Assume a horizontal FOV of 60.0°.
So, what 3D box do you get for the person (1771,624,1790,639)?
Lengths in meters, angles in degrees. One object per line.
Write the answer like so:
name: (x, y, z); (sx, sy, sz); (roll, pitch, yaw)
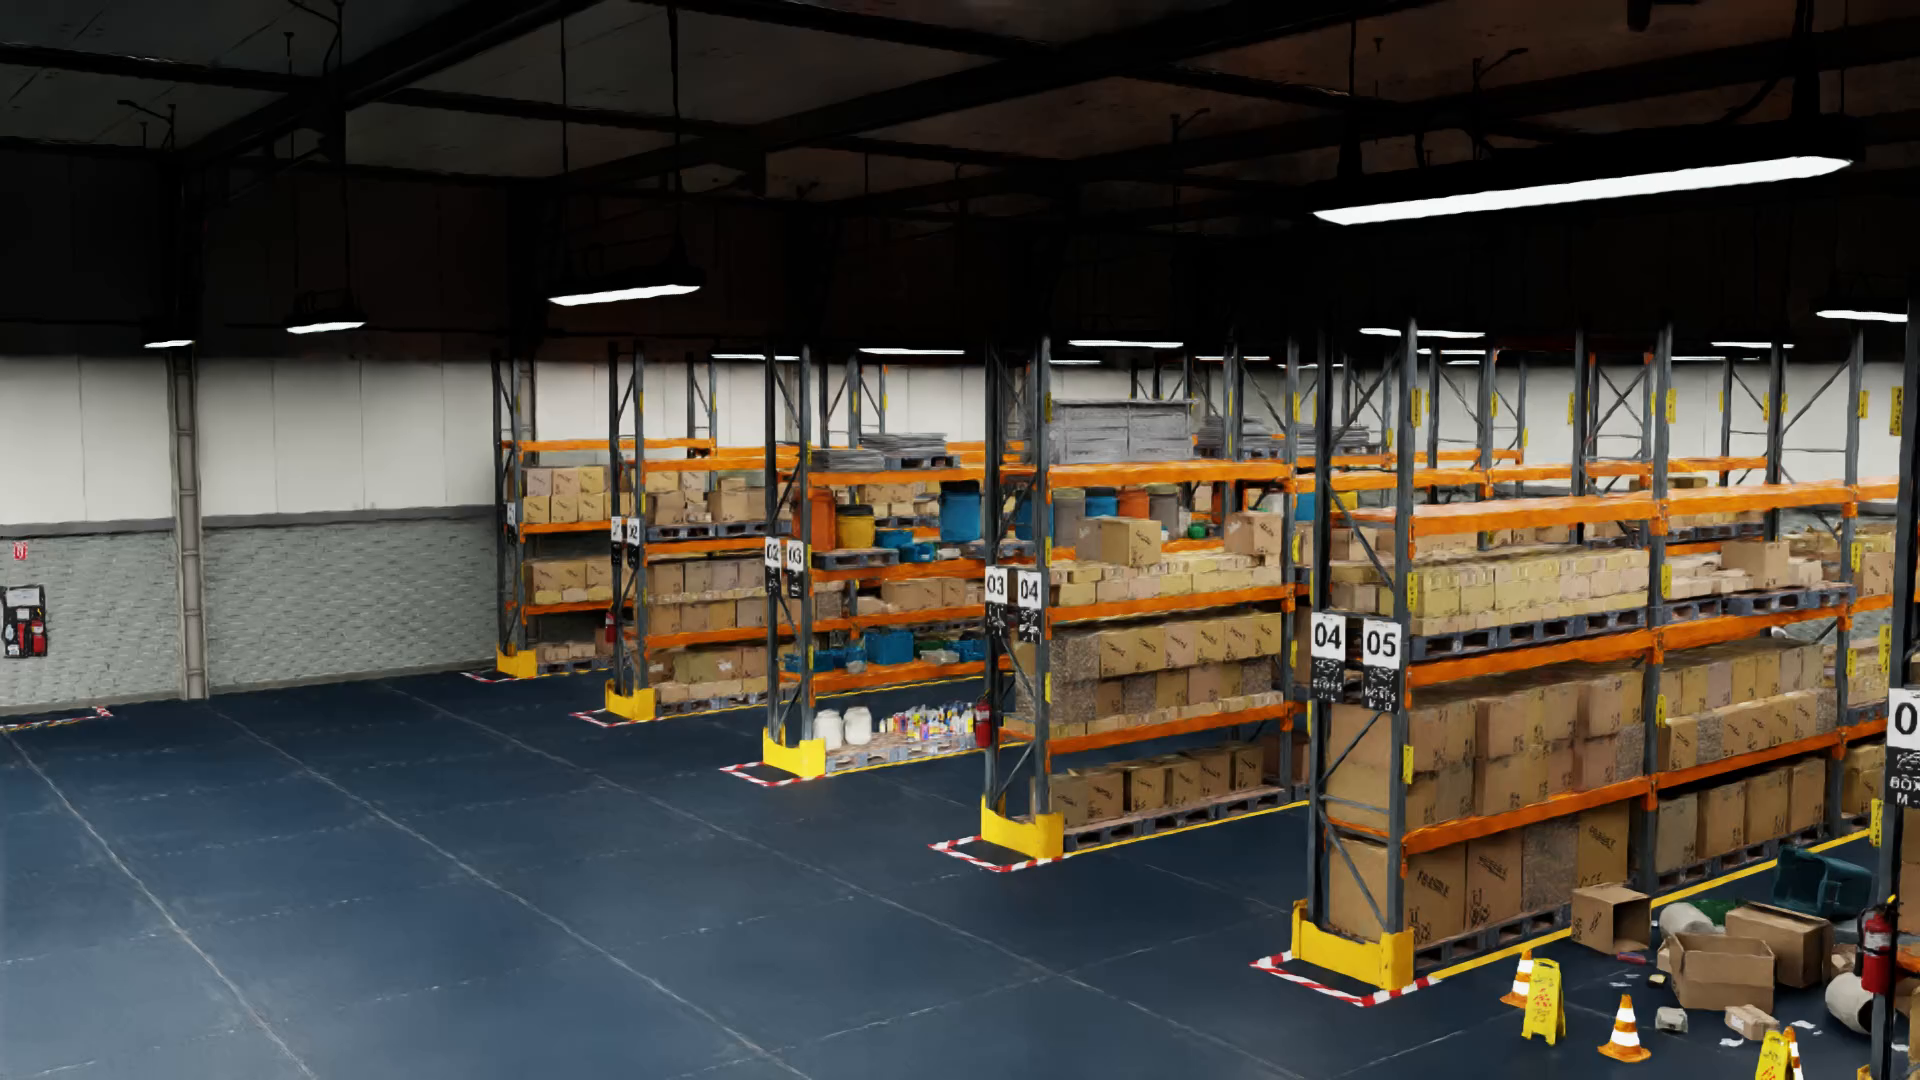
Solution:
person: (12.907, 1.960, 26.170); (0.456, 1.786, 0.620); (2, 5, 23)
